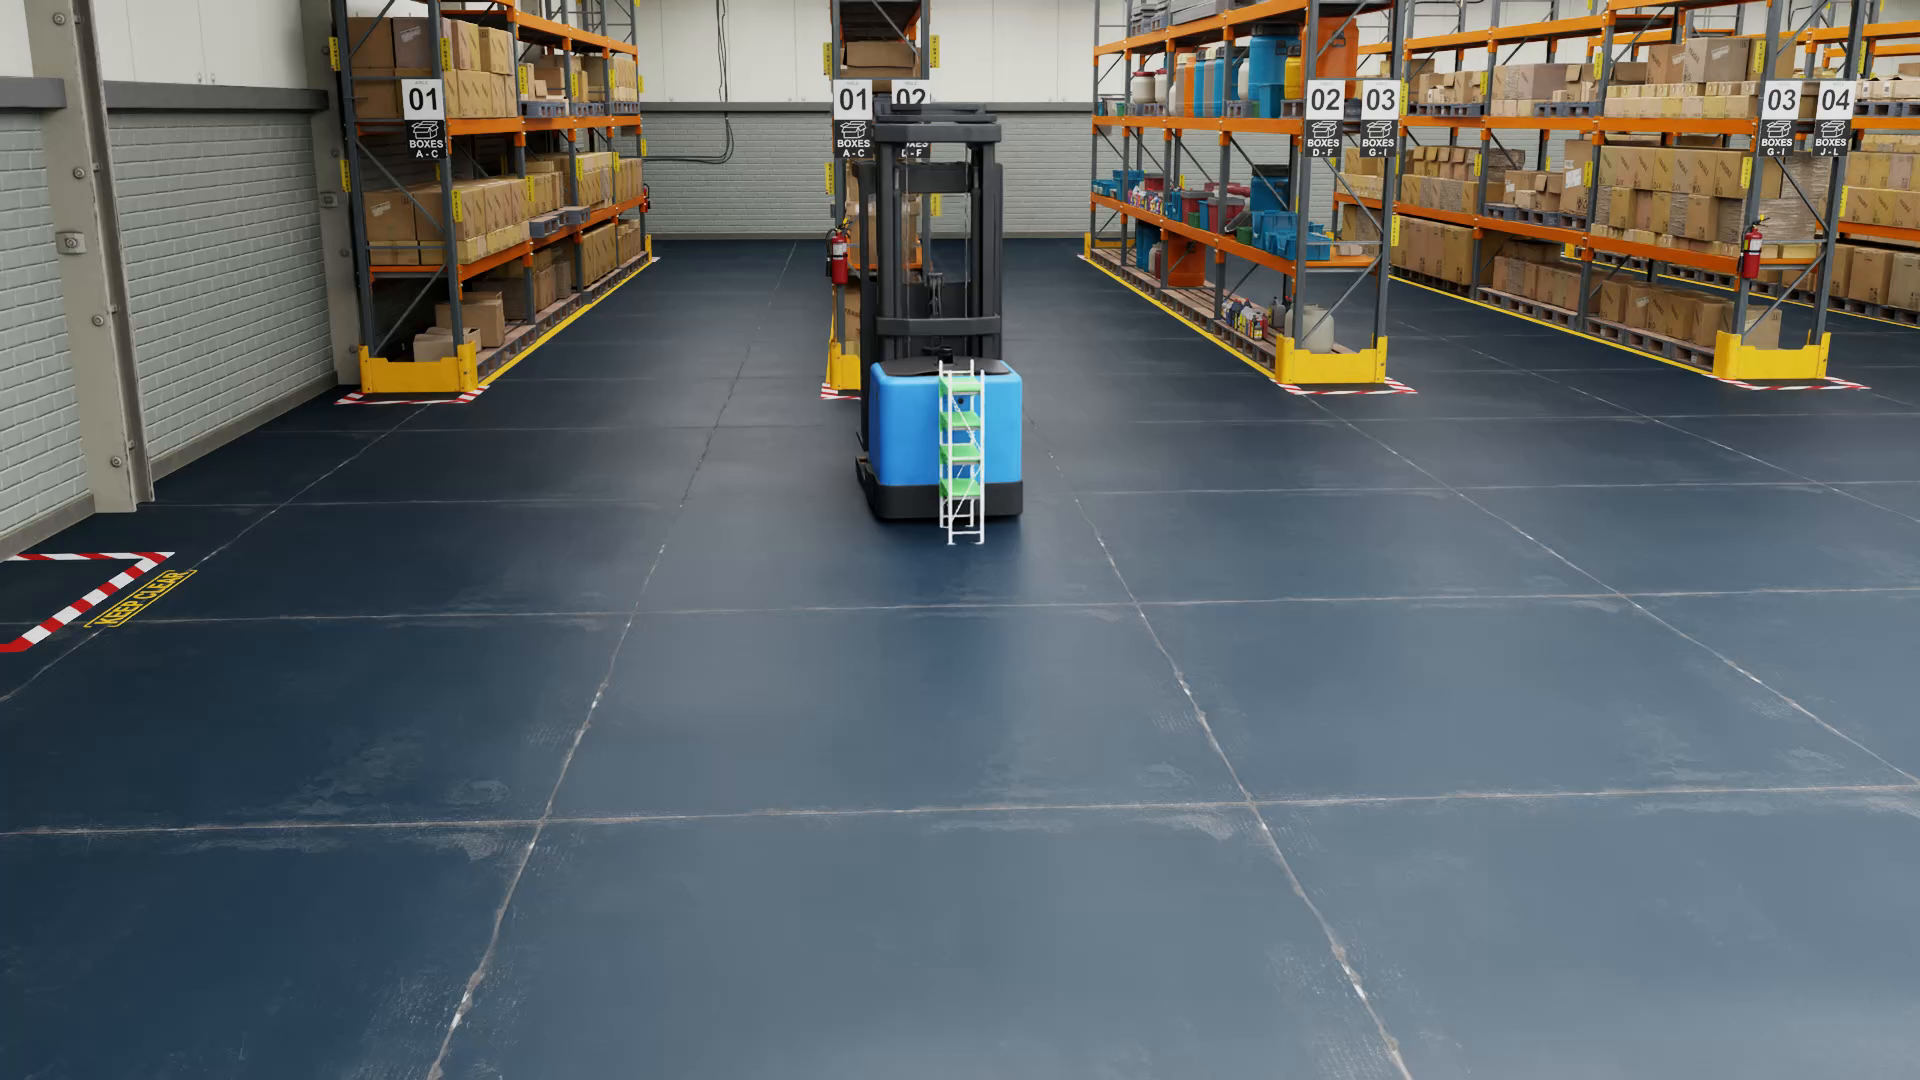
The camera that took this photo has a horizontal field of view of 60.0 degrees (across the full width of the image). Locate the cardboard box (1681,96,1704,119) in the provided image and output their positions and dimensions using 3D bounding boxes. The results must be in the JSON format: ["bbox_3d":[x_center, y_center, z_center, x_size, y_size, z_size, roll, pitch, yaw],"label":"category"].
[{"bbox_3d":[8.731,-5.015,19.280,0.500,0.250,0.500,-1,14,-2],"label":"cardboard box"}]

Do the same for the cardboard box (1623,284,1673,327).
[{"bbox_3d":[8.852,-3.013,21.389,0.500,0.500,0.500,4,15,14],"label":"cardboard box"}]

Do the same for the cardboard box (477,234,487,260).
[{"bbox_3d":[-5.519,-3.230,18.322,0.500,0.250,0.500,-1,14,-5],"label":"cardboard box"}]

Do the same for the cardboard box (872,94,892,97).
[{"bbox_3d":[-1.092,-5.847,21.670,0.500,0.250,0.500,1,14,2],"label":"cardboard box"}]

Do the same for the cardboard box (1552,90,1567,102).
[{"bbox_3d":[8.608,-6.270,23.482,0.380,0.166,0.250,-1,14,-5],"label":"cardboard box"}]

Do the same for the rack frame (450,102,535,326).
[{"bbox_3d":[-6.007,-4.033,21.181,1.000,3.000,0.127,-1,14,-3],"label":"rack frame"}]

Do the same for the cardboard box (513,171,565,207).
[{"bbox_3d":[-6.216,-5.172,24.526,0.700,0.500,0.500,-3,15,-10],"label":"cardboard box"}]

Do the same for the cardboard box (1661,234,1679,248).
[{"bbox_3d":[8.650,-3.585,19.944,0.380,0.149,0.250,-1,14,-3],"label":"cardboard box"}]

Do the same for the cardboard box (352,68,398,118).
[{"bbox_3d":[-6.038,-4.649,17.314,0.500,0.500,0.500,0,14,1],"label":"cardboard box"}]

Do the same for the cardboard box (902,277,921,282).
[{"bbox_3d":[-0.717,-2.860,19.794,0.500,0.500,0.500,-1,14,-3],"label":"cardboard box"}]

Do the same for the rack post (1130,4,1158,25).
[{"bbox_3d":[3.406,-8.834,27.954,0.937,0.300,0.954,-1,14,-4],"label":"rack post"}]

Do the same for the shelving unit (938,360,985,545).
[{"bbox_3d":[0.009,-0.611,11.493,0.258,1.200,0.503,-2,15,-7],"label":"shelving unit"}]

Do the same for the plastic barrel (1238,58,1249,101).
[{"bbox_3d":[3.711,-5.786,20.907,0.421,0.512,0.421,0,14,0],"label":"plastic barrel"}]

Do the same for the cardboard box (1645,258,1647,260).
[{"bbox_3d":[12.988,-5.284,30.923,0.380,0.149,0.250,0,14,-2],"label":"cardboard box"}]

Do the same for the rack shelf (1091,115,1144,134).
[{"bbox_3d":[3.261,-7.777,31.157,1.077,0.370,4.000,-1,14,-3],"label":"rack shelf"}]

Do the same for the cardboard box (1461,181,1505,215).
[{"bbox_3d":[8.298,-5.424,26.389,0.500,0.500,0.500,0,14,-2],"label":"cardboard box"}]

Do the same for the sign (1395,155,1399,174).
[{"bbox_3d":[7.775,-6.701,29.653,0.100,0.325,0.005,-1,14,-3],"label":"sign"}]

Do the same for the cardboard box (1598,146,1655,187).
[{"bbox_3d":[8.598,-4.823,21.448,0.500,0.500,0.500,-1,14,-3],"label":"cardboard box"}]

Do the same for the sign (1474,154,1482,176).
[{"bbox_3d":[8.023,-5.808,25.758,0.100,0.325,0.005,-1,14,-3],"label":"sign"}]

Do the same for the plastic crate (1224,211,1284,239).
[{"bbox_3d":[3.786,-4.024,21.269,0.767,0.338,0.504,-1,14,-3],"label":"plastic crate"}]

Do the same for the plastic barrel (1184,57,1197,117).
[{"bbox_3d":[3.508,-6.471,23.775,0.600,0.830,0.708,-1,14,-3],"label":"plastic barrel"}]

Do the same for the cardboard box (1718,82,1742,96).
[{"bbox_3d":[8.718,-5.038,18.568,0.380,0.149,0.250,-2,15,-6],"label":"cardboard box"}]

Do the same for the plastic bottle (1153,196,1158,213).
[{"bbox_3d":[3.155,-5.396,26.735,0.097,0.271,0.097,0,14,0],"label":"plastic bottle"}]

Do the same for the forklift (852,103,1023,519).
[{"bbox_3d":[-0.253,-1.888,12.982,1.130,2.935,3.031,-2,15,-7],"label":"forklift"}]

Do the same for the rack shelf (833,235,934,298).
[{"bbox_3d":[-0.939,-3.265,19.638,1.077,0.370,4.000,-1,14,-3],"label":"rack shelf"}]

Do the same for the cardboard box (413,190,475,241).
[{"bbox_3d":[-5.489,-3.462,17.717,0.500,0.500,0.500,-1,14,-3],"label":"cardboard box"}]

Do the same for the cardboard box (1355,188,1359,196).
[{"bbox_3d":[7.855,-6.712,32.097,0.380,0.149,0.250,-1,14,-4],"label":"cardboard box"}]

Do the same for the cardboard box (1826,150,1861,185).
[{"bbox_3d":[13.551,-5.729,25.567,0.700,0.500,0.500,-1,14,-4],"label":"cardboard box"}]

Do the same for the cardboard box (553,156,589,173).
[{"bbox_3d":[-6.060,-5.844,25.876,0.500,0.250,0.500,-1,14,-4],"label":"cardboard box"}]

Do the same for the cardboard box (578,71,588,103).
[{"bbox_3d":[-6.459,-7.379,27.081,0.700,0.500,0.500,-1,14,-4],"label":"cardboard box"}]

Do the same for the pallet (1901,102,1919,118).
[{"bbox_3d":[13.675,-5.901,22.806,0.805,0.209,1.217,-1,15,-6],"label":"pallet"}]

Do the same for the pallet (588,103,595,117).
[{"bbox_3d":[-6.420,-6.826,26.397,1.003,0.211,1.213,0,14,-1],"label":"pallet"}]

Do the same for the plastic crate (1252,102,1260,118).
[{"bbox_3d":[3.707,-5.139,19.886,0.336,0.188,0.450,-1,14,-3],"label":"plastic crate"}]

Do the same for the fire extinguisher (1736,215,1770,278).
[{"bbox_3d":[8.619,-3.194,18.077,0.296,0.674,0.183,-1,14,-3],"label":"fire extinguisher"}]

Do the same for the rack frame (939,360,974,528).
[{"bbox_3d":[-0.024,-0.671,11.727,0.240,1.200,0.015,-2,15,-7],"label":"rack frame"}]

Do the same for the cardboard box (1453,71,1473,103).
[{"bbox_3d":[8.325,-7.325,26.915,0.500,0.500,0.500,0,14,0],"label":"cardboard box"}]

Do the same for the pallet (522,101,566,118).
[{"bbox_3d":[-6.007,-5.808,22.436,1.213,0.211,1.003,-1,14,-3],"label":"pallet"}]

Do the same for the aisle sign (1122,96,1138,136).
[{"bbox_3d":[3.425,-8.452,33.138,0.394,0.787,0.004,-1,14,-3],"label":"aisle sign"}]

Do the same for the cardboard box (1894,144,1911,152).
[{"bbox_3d":[17.891,-7.177,31.193,0.500,0.500,0.500,-1,14,-4],"label":"cardboard box"}]

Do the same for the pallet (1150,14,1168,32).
[{"bbox_3d":[3.619,-7.981,25.667,1.213,0.211,1.003,-1,14,-3],"label":"pallet"}]

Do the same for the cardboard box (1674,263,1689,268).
[{"bbox_3d":[13.066,-5.108,29.534,0.500,0.500,0.500,0,14,-1],"label":"cardboard box"}]

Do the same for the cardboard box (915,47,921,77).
[{"bbox_3d":[-0.646,-5.305,18.781,0.500,0.500,0.500,-1,14,-3],"label":"cardboard box"}]

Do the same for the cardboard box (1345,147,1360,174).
[{"bbox_3d":[7.872,-7.433,32.596,0.500,0.500,0.500,-1,14,-5],"label":"cardboard box"}]

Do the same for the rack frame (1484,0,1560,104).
[{"bbox_3d":[8.576,-8.162,25.191,1.000,3.000,0.127,-1,14,-3],"label":"rack frame"}]

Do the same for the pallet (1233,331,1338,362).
[{"bbox_3d":[3.959,-2.364,20.289,1.003,0.211,1.213,-1,14,-3],"label":"pallet"}]

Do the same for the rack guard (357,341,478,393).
[{"bbox_3d":[-5.764,-1.846,17.699,1.175,0.500,0.348,-1,14,-3],"label":"rack guard"}]

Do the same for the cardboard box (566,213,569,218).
[{"bbox_3d":[-6.044,-5.001,25.408,0.380,0.149,0.250,-1,14,-4],"label":"cardboard box"}]

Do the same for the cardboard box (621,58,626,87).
[{"bbox_3d":[-6.341,-8.450,30.080,0.500,0.500,0.500,-1,14,-3],"label":"cardboard box"}]

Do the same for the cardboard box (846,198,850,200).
[{"bbox_3d":[-1.063,-3.699,18.380,0.380,0.149,0.250,-1,14,-4],"label":"cardboard box"}]

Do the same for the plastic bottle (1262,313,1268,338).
[{"bbox_3d":[3.695,-2.603,20.194,0.061,0.283,0.133,-1,14,-3],"label":"plastic bottle"}]

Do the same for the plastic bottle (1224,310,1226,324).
[{"bbox_3d":[3.475,-2.907,21.538,0.097,0.201,0.097,0,14,0],"label":"plastic bottle"}]

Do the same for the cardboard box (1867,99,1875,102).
[{"bbox_3d":[18.014,-8.688,32.389,0.500,0.311,0.500,-1,14,-2],"label":"cardboard box"}]

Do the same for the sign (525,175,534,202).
[{"bbox_3d":[-5.466,-4.462,21.113,0.100,0.325,0.005,-1,14,-3],"label":"sign"}]

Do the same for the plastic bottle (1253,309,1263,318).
[{"bbox_3d":[3.701,-2.729,20.695,0.152,0.276,0.135,-1,14,-3],"label":"plastic bottle"}]
